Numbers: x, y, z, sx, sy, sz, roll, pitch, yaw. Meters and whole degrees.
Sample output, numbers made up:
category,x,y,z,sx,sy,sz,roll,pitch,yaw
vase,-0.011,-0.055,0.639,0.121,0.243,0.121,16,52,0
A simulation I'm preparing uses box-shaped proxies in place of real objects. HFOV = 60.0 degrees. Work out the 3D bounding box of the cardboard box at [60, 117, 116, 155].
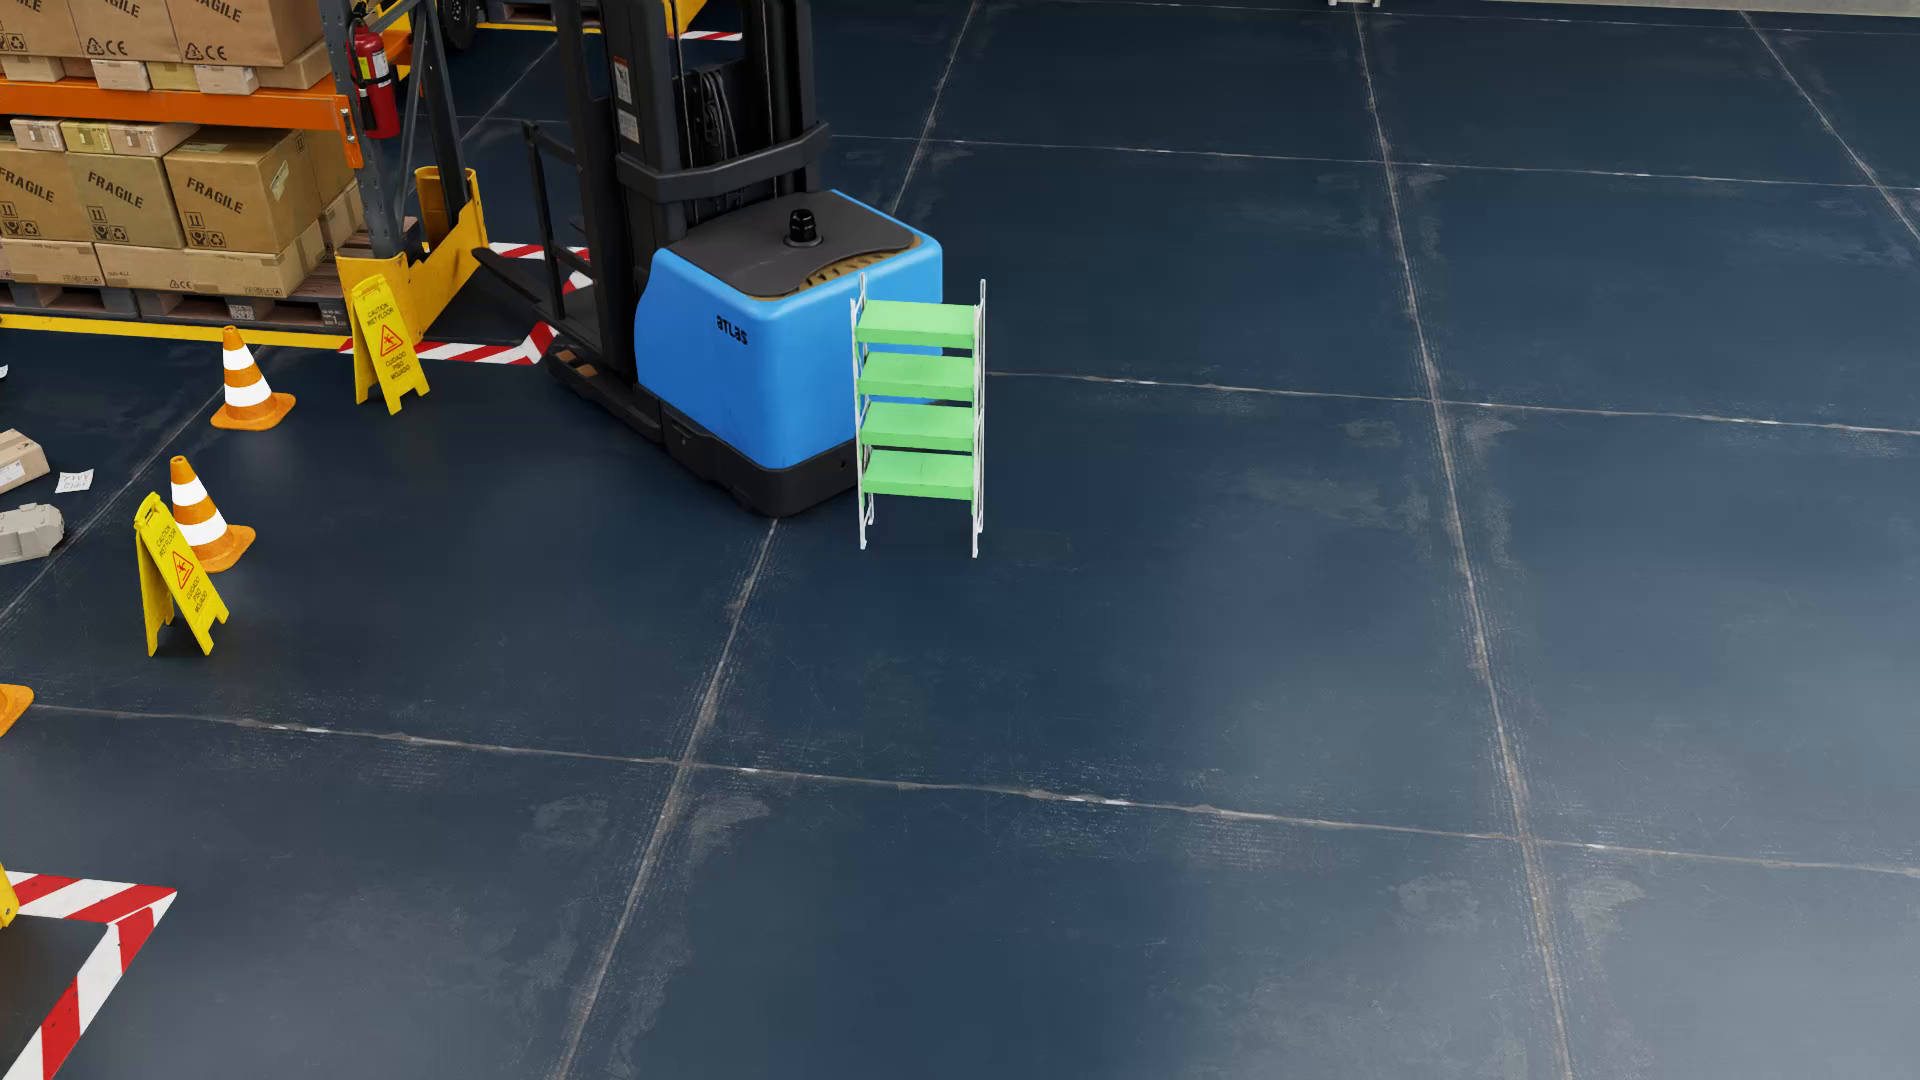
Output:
category,x,y,z,sx,sy,sz,roll,pitch,yaw
cardboard box,-4.309,-2.097,8.407,0.250,0.149,0.380,5,36,7

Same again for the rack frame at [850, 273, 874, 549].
category,x,y,z,sx,sy,sz,roll,pitch,yaw
rack frame,-0.406,-0.519,6.944,0.015,1.200,0.240,4,36,6

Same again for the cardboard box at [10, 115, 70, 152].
category,x,y,z,sx,sy,sz,roll,pitch,yaw
cardboard box,-4.570,-2.117,8.436,0.250,0.149,0.380,6,36,8

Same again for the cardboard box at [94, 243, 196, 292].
category,x,y,z,sx,sy,sz,roll,pitch,yaw
cardboard box,-4.208,-1.557,8.855,0.500,0.250,0.500,4,36,6

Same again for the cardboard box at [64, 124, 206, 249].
category,x,y,z,sx,sy,sz,roll,pitch,yaw
cardboard box,-4.205,-1.861,8.635,0.500,0.500,0.500,6,36,8

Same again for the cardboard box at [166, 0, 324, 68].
category,x,y,z,sx,sy,sz,roll,pitch,yaw
cardboard box,-3.433,-2.601,7.970,0.500,0.500,0.500,4,36,5

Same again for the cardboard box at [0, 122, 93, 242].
category,x,y,z,sx,sy,sz,roll,pitch,yaw
cardboard box,-4.705,-1.902,8.693,0.500,0.500,0.500,3,36,5

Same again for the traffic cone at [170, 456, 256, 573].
category,x,y,z,sx,sy,sz,roll,pitch,yaw
traffic cone,-3.254,-0.149,7.061,0.334,0.463,0.336,4,36,6

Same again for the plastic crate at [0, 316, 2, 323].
category,x,y,z,sx,sy,sz,roll,pitch,yaw
plastic crate,-5.374,-1.077,8.690,0.583,0.080,0.402,-7,36,-10

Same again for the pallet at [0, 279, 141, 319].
category,x,y,z,sx,sy,sz,roll,pitch,yaw
pallet,-4.942,-1.601,9.311,1.213,0.211,1.003,4,36,6

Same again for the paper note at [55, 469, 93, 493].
category,x,y,z,sx,sy,sz,roll,pitch,yaw
paper note,-4.050,-0.272,7.605,0.142,0.019,0.148,-7,36,-10

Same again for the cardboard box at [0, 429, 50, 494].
category,x,y,z,sx,sy,sz,roll,pitch,yaw
cardboard box,-4.416,-0.331,7.585,0.250,0.149,0.380,24,42,30

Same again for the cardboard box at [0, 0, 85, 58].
category,x,y,z,sx,sy,sz,roll,pitch,yaw
cardboard box,-4.424,-2.680,8.081,0.500,0.500,0.500,4,36,6

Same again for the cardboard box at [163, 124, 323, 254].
category,x,y,z,sx,sy,sz,roll,pitch,yaw
cardboard box,-3.687,-1.824,8.583,0.500,0.500,0.500,4,36,6

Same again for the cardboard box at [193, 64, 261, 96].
category,x,y,z,sx,sy,sz,roll,pitch,yaw
cardboard box,-3.523,-2.315,8.128,0.250,0.149,0.380,4,36,5

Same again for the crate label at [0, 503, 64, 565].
category,x,y,z,sx,sy,sz,roll,pitch,yaw
crate label,-4.042,-0.039,7.187,0.298,0.136,0.250,-14,38,-18

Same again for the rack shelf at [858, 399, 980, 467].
category,x,y,z,sx,sy,sz,roll,pitch,yaw
rack shelf,-0.164,-0.449,6.956,0.480,0.148,0.258,4,36,6

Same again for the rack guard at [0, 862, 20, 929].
category,x,y,z,sx,sy,sz,roll,pitch,yaw
rack guard,-3.366,1.321,4.969,0.348,0.500,1.175,4,36,6

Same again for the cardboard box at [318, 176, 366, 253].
category,x,y,z,sx,sy,sz,roll,pitch,yaw
cardboard box,-3.624,-1.829,9.236,0.500,0.250,0.500,4,36,6

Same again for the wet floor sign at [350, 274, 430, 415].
category,x,y,z,sx,sy,sz,roll,pitch,yaw
wet floor sign,-2.807,-0.969,8.052,0.232,0.644,0.267,17,39,22

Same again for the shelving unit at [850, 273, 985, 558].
category,x,y,z,sx,sy,sz,roll,pitch,yaw
shelving unit,-0.164,-0.501,6.919,0.503,1.200,0.258,4,36,6

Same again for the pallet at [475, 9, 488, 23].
category,x,y,z,sx,sy,sz,roll,pitch,yaw
pallet,-4.201,-4.407,13.244,1.213,0.211,1.003,4,36,6

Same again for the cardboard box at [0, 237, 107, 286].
category,x,y,z,sx,sy,sz,roll,pitch,yaw
cardboard box,-4.728,-1.593,8.905,0.500,0.250,0.500,3,36,4

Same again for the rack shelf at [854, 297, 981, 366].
category,x,y,z,sx,sy,sz,roll,pitch,yaw
rack shelf,-0.164,-0.839,6.677,0.480,0.148,0.258,4,36,6

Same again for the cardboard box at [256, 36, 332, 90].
category,x,y,z,sx,sy,sz,roll,pitch,yaw
cardboard box,-3.257,-2.360,8.191,0.250,0.149,0.380,5,36,8

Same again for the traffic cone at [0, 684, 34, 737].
category,x,y,z,sx,sy,sz,roll,pitch,yaw
traffic cone,-3.735,0.477,6.184,0.334,0.463,0.336,4,36,6

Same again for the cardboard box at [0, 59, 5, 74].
category,x,y,z,sx,sy,sz,roll,pitch,yaw
cardboard box,-4.771,-2.484,8.365,0.250,0.149,0.380,4,36,6

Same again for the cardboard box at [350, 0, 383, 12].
category,x,y,z,sx,sy,sz,roll,pitch,yaw
cardboard box,-3.294,-2.915,8.409,0.500,0.500,0.500,4,36,5

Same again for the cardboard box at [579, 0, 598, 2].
category,x,y,z,sx,sy,sz,roll,pitch,yaw
cardboard box,-2.737,-4.323,12.730,0.500,0.250,0.500,5,36,6

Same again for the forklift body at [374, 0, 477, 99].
category,x,y,z,sx,sy,sz,roll,pitch,yaw
forklift body,-4.344,-4.162,11.230,1.214,2.155,2.313,4,36,6

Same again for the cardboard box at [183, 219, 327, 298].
category,x,y,z,sx,sy,sz,roll,pitch,yaw
cardboard box,-3.719,-1.516,8.798,0.500,0.250,0.500,4,36,6

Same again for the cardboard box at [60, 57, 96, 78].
category,x,y,z,sx,sy,sz,roll,pitch,yaw
cardboard box,-4.270,-2.448,8.314,0.250,0.149,0.380,5,36,7

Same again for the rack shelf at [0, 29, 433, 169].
category,x,y,z,sx,sy,sz,roll,pitch,yaw
rack shelf,-4.843,-2.413,8.668,4.000,0.370,1.077,4,36,6

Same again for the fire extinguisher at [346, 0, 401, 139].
category,x,y,z,sx,sy,sz,roll,pitch,yaw
fire extinguisher,-2.804,-2.252,7.890,0.183,0.674,0.296,4,36,6

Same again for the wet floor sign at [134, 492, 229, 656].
category,x,y,z,sx,sy,sz,roll,pitch,yaw
wet floor sign,-3.109,0.121,6.525,0.232,0.644,0.267,-2,36,-2

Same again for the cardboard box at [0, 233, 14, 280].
category,x,y,z,sx,sy,sz,roll,pitch,yaw
cardboard box,-5.218,-1.636,8.965,0.500,0.250,0.500,4,36,5

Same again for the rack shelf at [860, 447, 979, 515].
category,x,y,z,sx,sy,sz,roll,pitch,yaw
rack shelf,-0.164,-0.253,7.095,0.480,0.148,0.258,4,36,6

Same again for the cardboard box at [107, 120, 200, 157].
category,x,y,z,sx,sy,sz,roll,pitch,yaw
cardboard box,-4.060,-2.076,8.379,0.250,0.149,0.380,5,36,7

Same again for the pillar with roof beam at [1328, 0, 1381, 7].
category,x,y,z,sx,sy,sz,roll,pitch,yaw
pillar with roof beam,2.596,-5.506,7.219,0.400,9.000,9.100,4,36,6

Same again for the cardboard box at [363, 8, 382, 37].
category,x,y,z,sx,sy,sz,roll,pitch,yaw
cardboard box,-3.170,-2.600,8.527,0.250,0.149,0.380,4,36,6

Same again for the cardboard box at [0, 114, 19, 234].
category,x,y,z,sx,sy,sz,roll,pitch,yaw
cardboard box,-5.229,-1.939,8.745,0.500,0.500,0.500,6,36,8

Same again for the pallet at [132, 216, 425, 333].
category,x,y,z,sx,sy,sz,roll,pitch,yaw
pallet,-3.736,-1.509,9.183,1.213,0.211,1.003,4,36,6

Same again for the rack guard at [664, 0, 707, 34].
category,x,y,z,sx,sy,sz,roll,pitch,yaw
rack guard,-2.207,-4.399,12.983,0.348,0.500,1.175,4,36,6

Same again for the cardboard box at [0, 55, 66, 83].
category,x,y,z,sx,sy,sz,roll,pitch,yaw
cardboard box,-4.535,-2.414,8.267,0.250,0.149,0.380,4,36,5

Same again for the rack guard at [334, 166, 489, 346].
category,x,y,z,sx,sy,sz,roll,pitch,yaw
rack guard,-2.935,-1.546,8.986,0.348,0.500,1.175,4,36,6

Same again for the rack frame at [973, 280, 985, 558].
category,x,y,z,sx,sy,sz,roll,pitch,yaw
rack frame,0.078,-0.483,6.893,0.015,1.200,0.240,4,36,6

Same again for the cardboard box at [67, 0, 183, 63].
category,x,y,z,sx,sy,sz,roll,pitch,yaw
cardboard box,-3.929,-2.641,8.026,0.500,0.500,0.500,4,36,6

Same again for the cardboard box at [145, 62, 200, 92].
category,x,y,z,sx,sy,sz,roll,pitch,yaw
cardboard box,-3.774,-2.346,8.171,0.250,0.149,0.380,4,36,5

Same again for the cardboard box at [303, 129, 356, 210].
category,x,y,z,sx,sy,sz,roll,pitch,yaw
cardboard box,-3.648,-2.135,9.020,0.500,0.500,0.500,3,36,4

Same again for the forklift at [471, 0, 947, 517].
category,x,y,z,sx,sy,sz,roll,pitch,yaw
forklift,-1.417,-2.068,7.625,1.130,2.935,3.031,-27,44,-33

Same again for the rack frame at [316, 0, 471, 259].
category,x,y,z,sx,sy,sz,roll,pitch,yaw
rack frame,-2.859,-2.558,8.252,0.127,3.000,1.000,4,36,6

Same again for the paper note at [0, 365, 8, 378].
category,x,y,z,sx,sy,sz,roll,pitch,yaw
paper note,-4.899,-0.837,8.396,0.148,0.019,0.142,-7,36,-10

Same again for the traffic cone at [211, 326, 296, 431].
category,x,y,z,sx,sy,sz,roll,pitch,yaw
traffic cone,-3.450,-0.814,7.992,0.334,0.463,0.336,4,36,6

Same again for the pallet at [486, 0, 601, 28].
category,x,y,z,sx,sy,sz,roll,pitch,yaw
pallet,-2.995,-4.316,13.115,1.213,0.211,1.003,4,36,6

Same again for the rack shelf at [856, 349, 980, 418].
category,x,y,z,sx,sy,sz,roll,pitch,yaw
rack shelf,-0.164,-0.644,6.816,0.480,0.148,0.258,4,36,6

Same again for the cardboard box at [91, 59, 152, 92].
category,x,y,z,sx,sy,sz,roll,pitch,yaw
cardboard box,-4.034,-2.348,8.174,0.250,0.149,0.380,5,36,7
